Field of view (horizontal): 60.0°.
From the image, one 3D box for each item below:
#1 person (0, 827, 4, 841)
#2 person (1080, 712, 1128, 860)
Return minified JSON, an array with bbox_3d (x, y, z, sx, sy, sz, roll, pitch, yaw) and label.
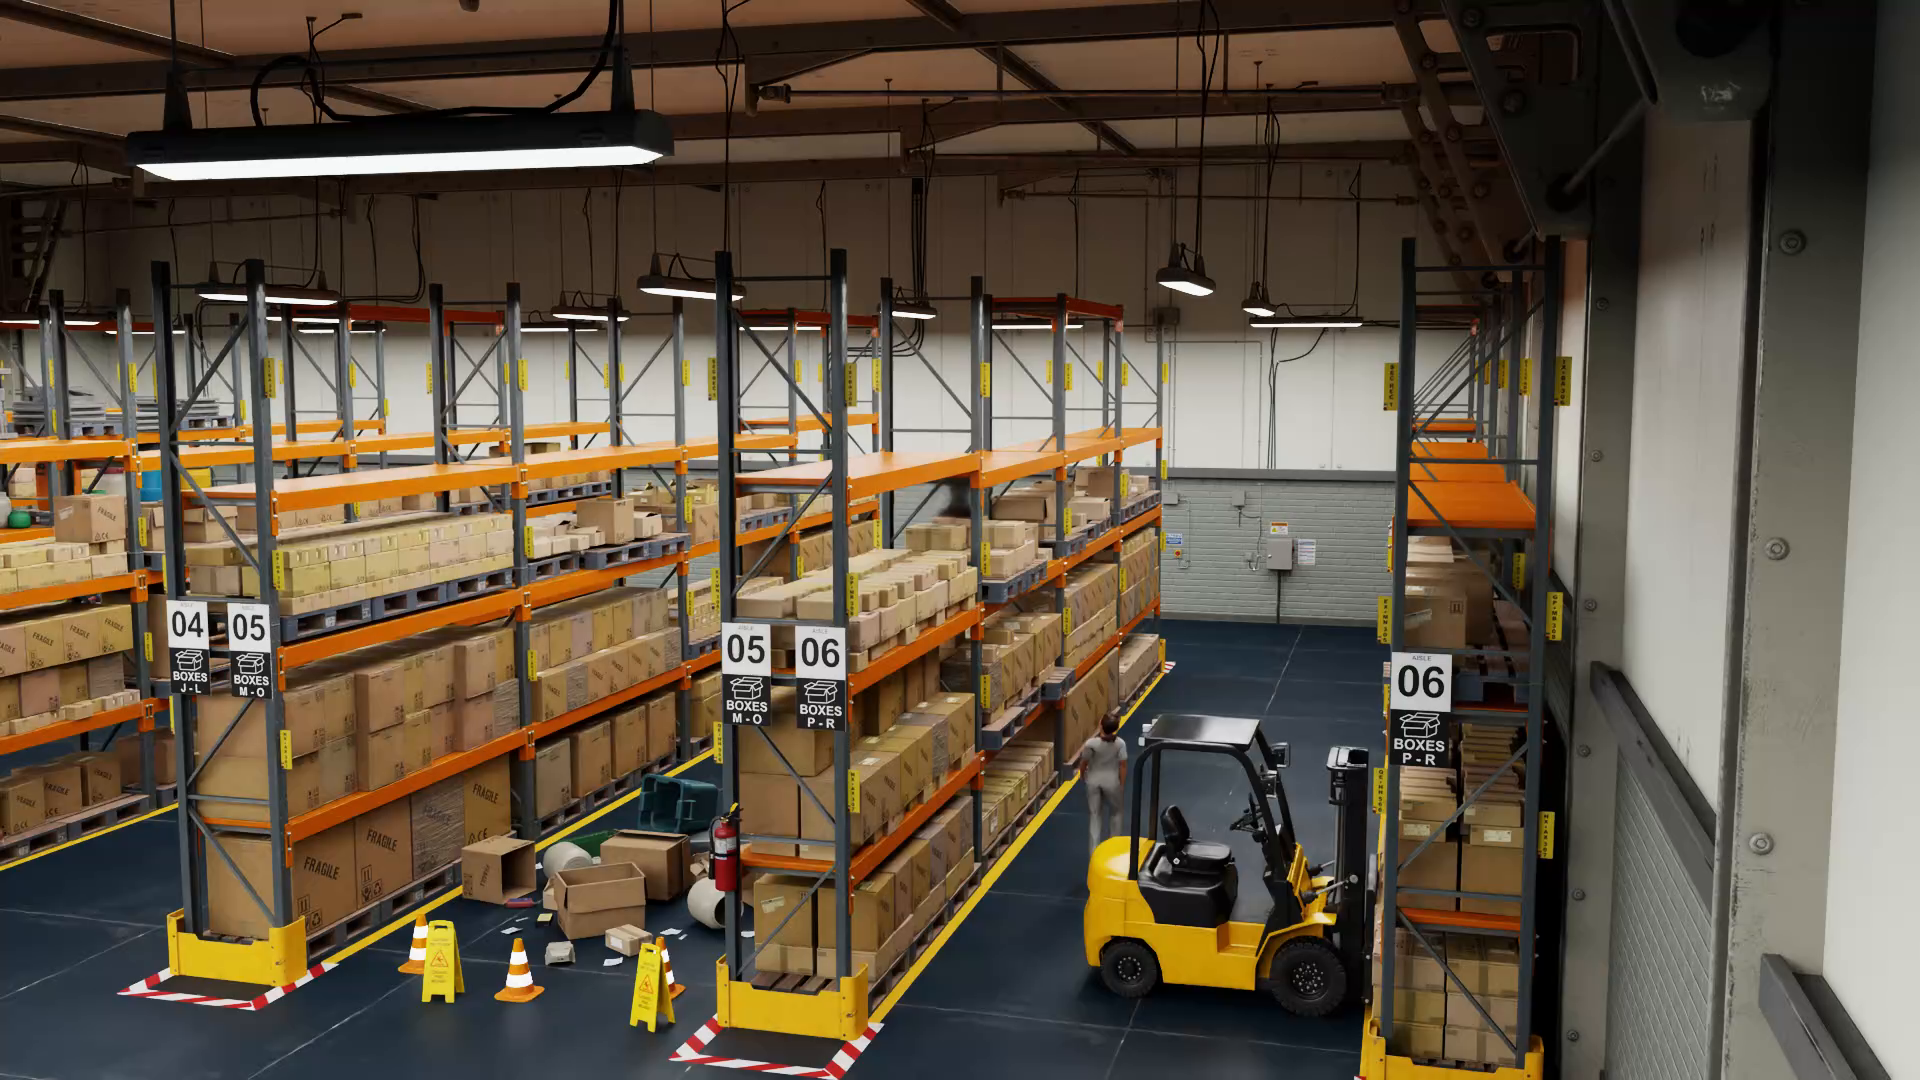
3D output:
[{"bbox_3d":[-9.151,2.764,15.441,0.366,1.705,0.520,4,7,34],"label":"person"},{"bbox_3d":[1.461,2.548,17.029,0.528,1.662,0.676,1,6,13],"label":"person"}]
